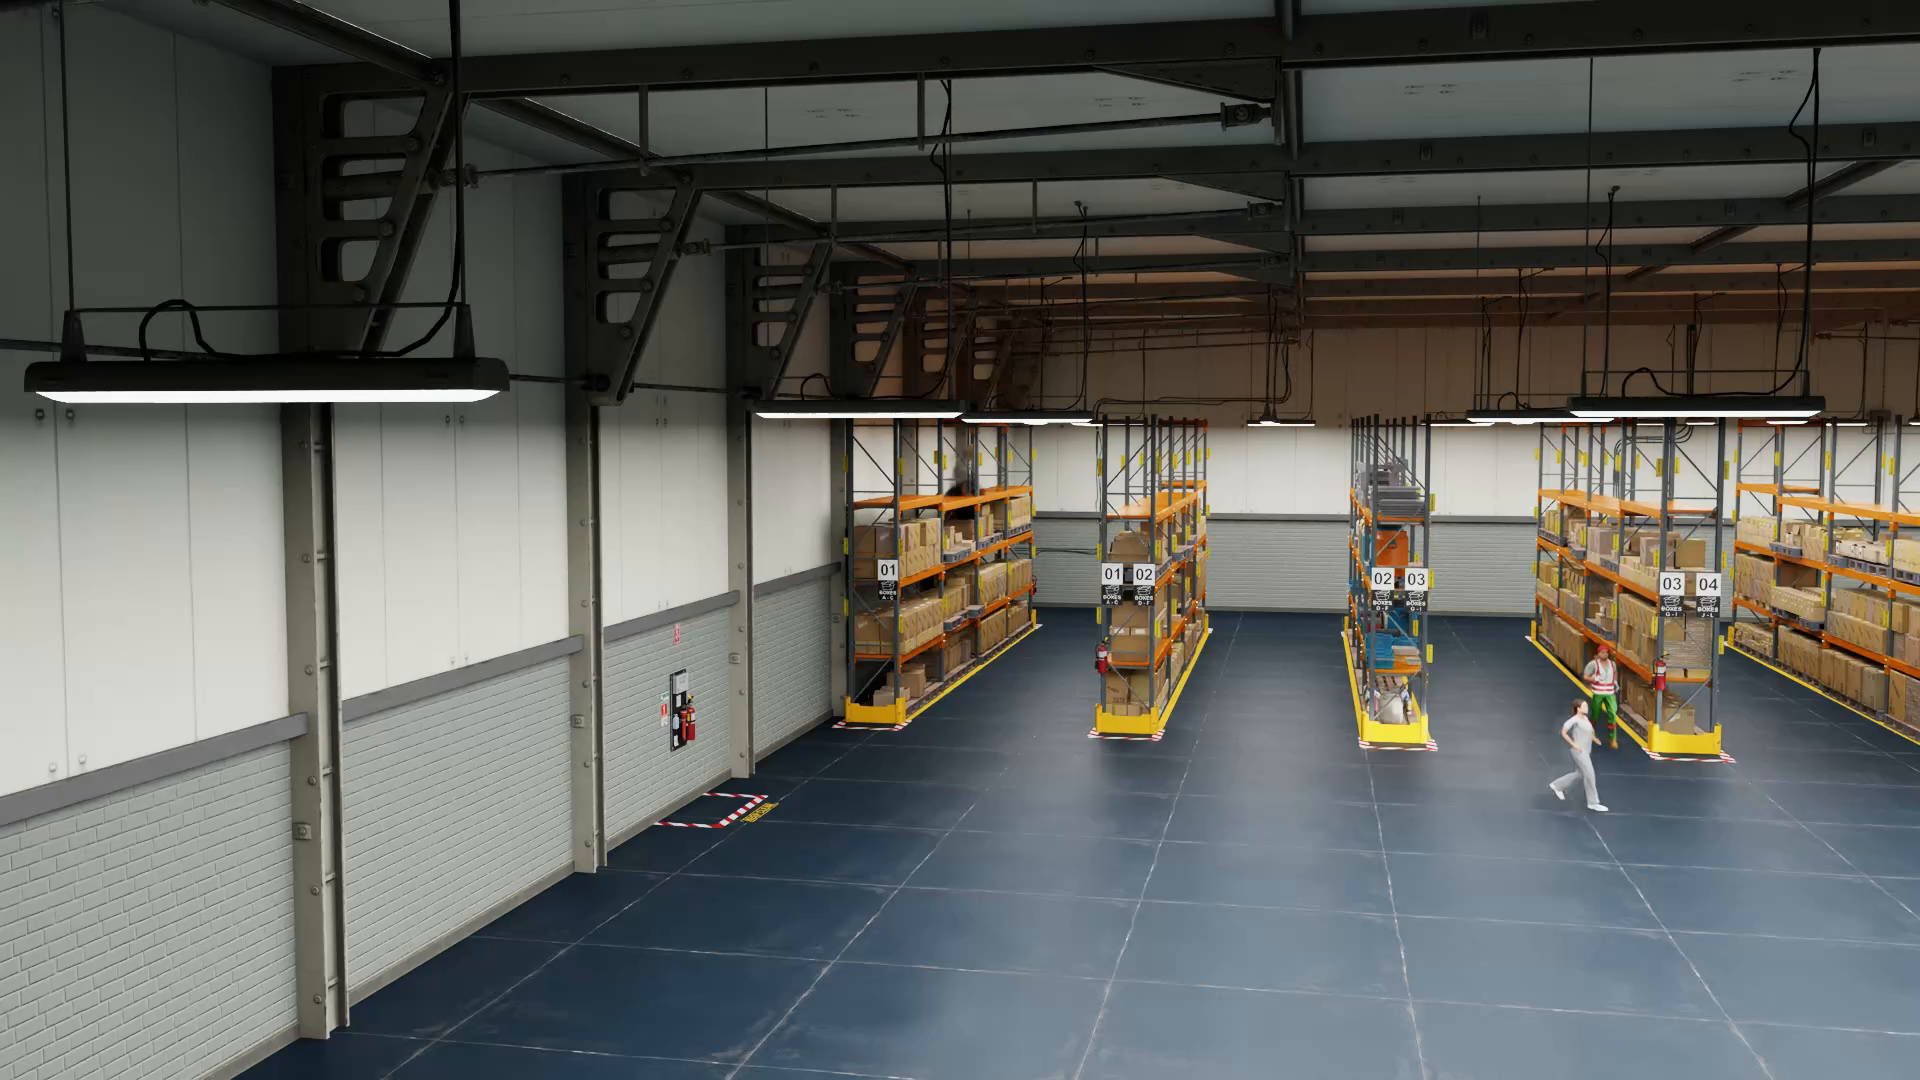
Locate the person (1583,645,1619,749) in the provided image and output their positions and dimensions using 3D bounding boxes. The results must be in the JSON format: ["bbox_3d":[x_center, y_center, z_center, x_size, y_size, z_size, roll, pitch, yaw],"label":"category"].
[{"bbox_3d":[11.594,2.797,30.042,0.659,1.819,0.892,0,4,3],"label":"person"}]

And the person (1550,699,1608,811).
[{"bbox_3d":[9.326,3.206,25.048,0.914,1.656,0.577,3,5,41],"label":"person"}]

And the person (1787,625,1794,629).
[{"bbox_3d":[22.679,1.902,44.826,0.960,1.771,0.665,0,4,5],"label":"person"}]
